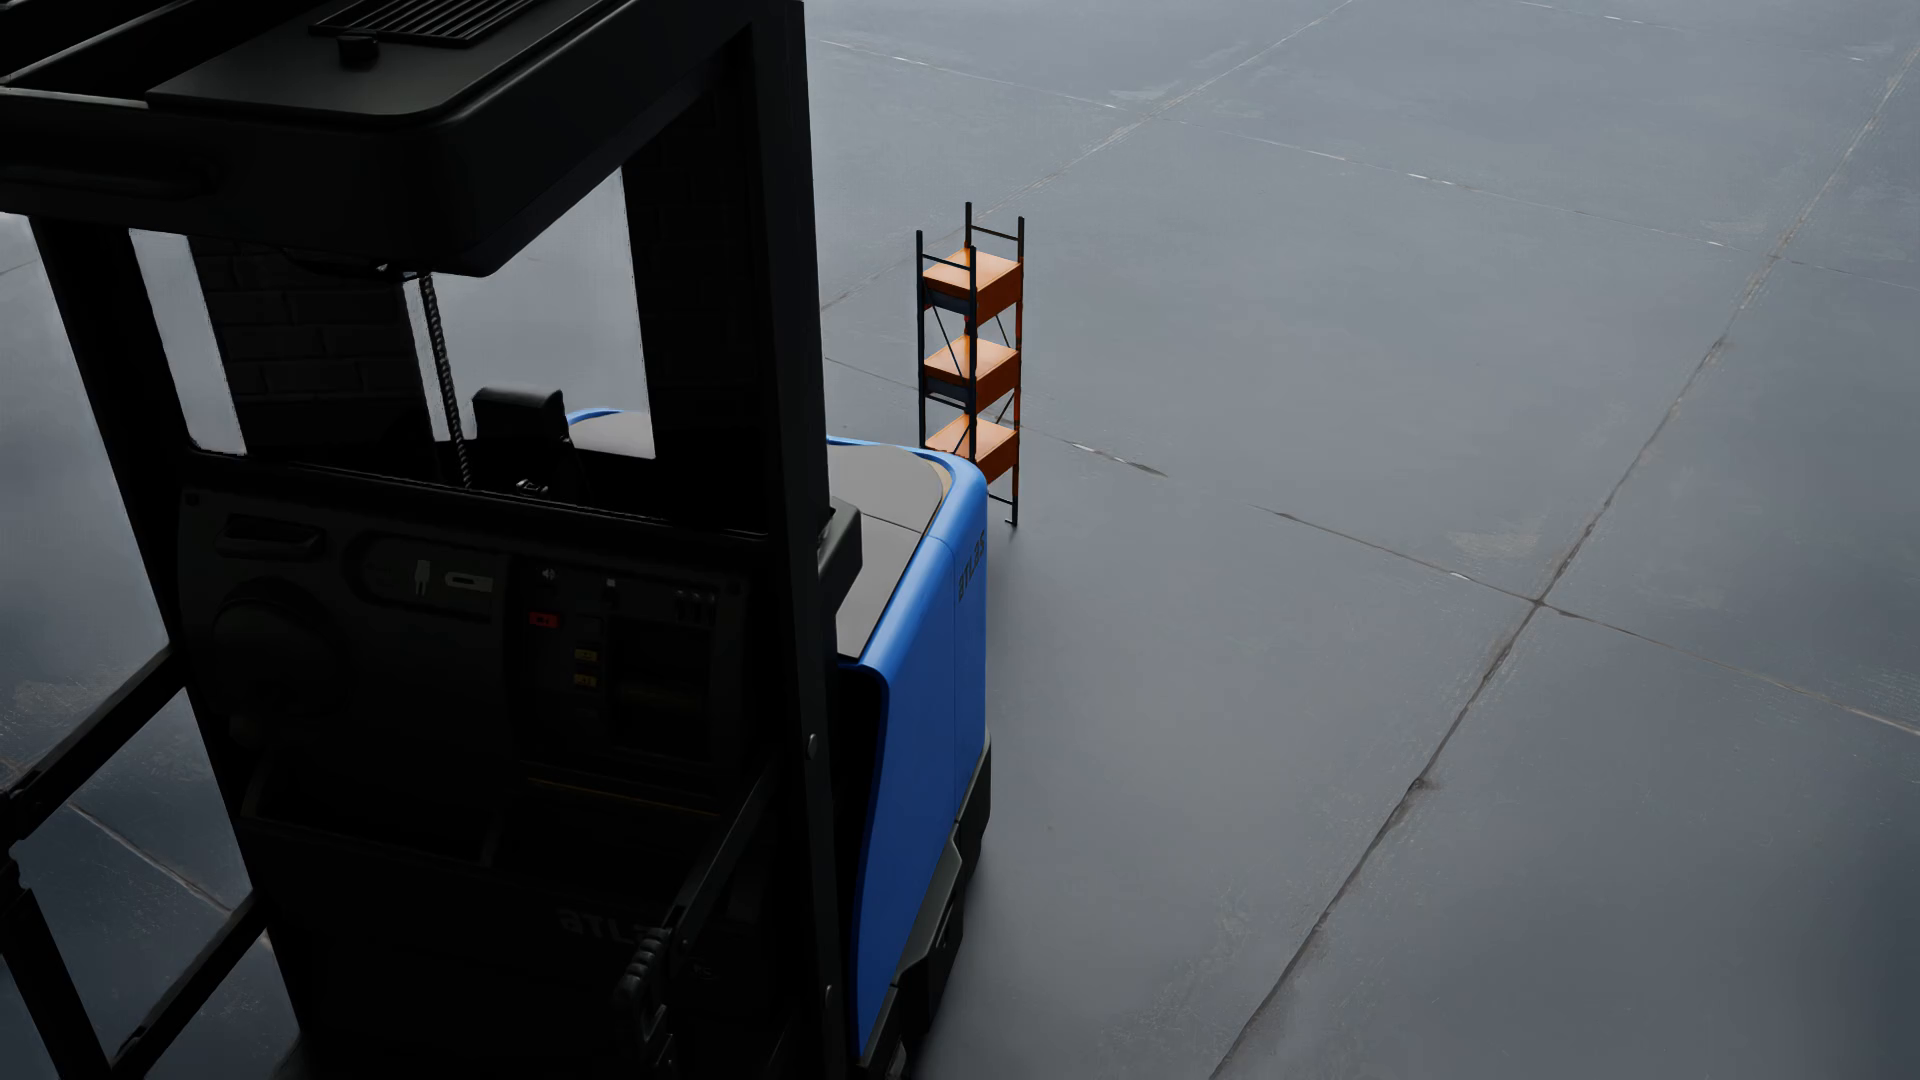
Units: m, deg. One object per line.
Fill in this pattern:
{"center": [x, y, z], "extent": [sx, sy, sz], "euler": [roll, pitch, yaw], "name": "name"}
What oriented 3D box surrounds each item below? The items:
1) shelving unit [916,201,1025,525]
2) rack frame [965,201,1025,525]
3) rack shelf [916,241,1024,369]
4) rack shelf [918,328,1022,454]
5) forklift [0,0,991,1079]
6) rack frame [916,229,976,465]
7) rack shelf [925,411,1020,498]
{"center": [0.031, -0.460, 4.992], "extent": [0.215, 1.050, 0.252], "euler": [21, 39, 28], "name": "shelving unit"}
{"center": [0.100, -0.516, 5.075], "extent": [0.200, 1.050, 0.008], "euler": [21, 39, 28], "name": "rack frame"}
{"center": [0.031, -0.686, 4.839], "extent": [0.215, 0.259, 0.240], "euler": [21, 39, 28], "name": "rack shelf"}
{"center": [0.031, -0.451, 4.998], "extent": [0.215, 0.259, 0.240], "euler": [21, 39, 28], "name": "rack shelf"}
{"center": [-0.805, 0.218, 2.311], "extent": [1.130, 2.935, 3.031], "euler": [9, 35, 13], "name": "forklift"}
{"center": [-0.039, -0.403, 4.909], "extent": [0.200, 1.050, 0.008], "euler": [21, 39, 28], "name": "rack frame"}
{"center": [0.031, -0.221, 5.154], "extent": [0.215, 0.259, 0.240], "euler": [21, 39, 28], "name": "rack shelf"}
